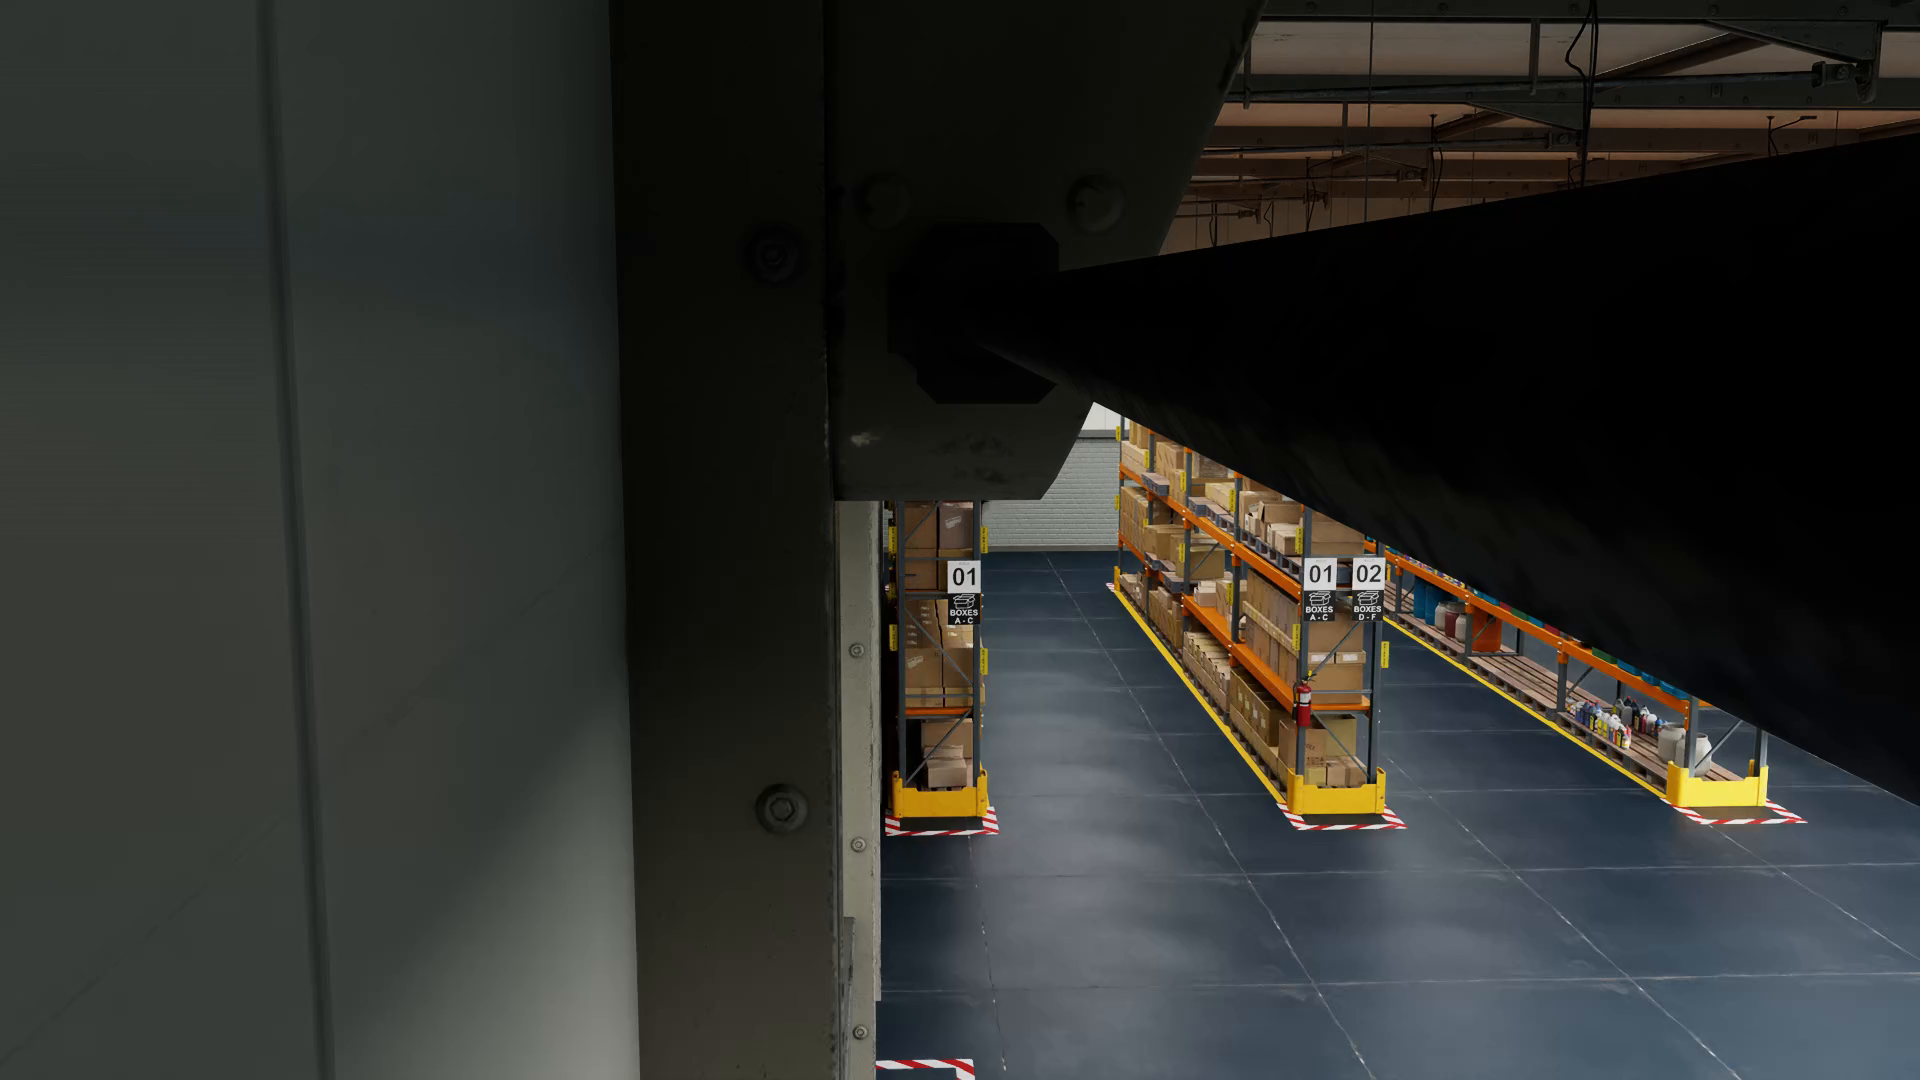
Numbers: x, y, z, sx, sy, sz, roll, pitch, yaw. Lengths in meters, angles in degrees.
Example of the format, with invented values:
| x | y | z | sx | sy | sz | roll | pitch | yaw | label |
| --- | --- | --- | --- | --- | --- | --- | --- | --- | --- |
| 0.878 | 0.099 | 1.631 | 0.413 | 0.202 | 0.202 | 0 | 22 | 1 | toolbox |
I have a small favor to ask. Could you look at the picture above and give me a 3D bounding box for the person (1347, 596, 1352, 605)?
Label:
| x | y | z | sx | sy | sz | roll | pitch | yaw | label |
| --- | --- | --- | --- | --- | --- | --- | --- | --- | --- |
| 7.660 | 0.915 | 32.042 | 0.586 | 1.633 | 0.583 | 0 | 8 | -3 | person |
